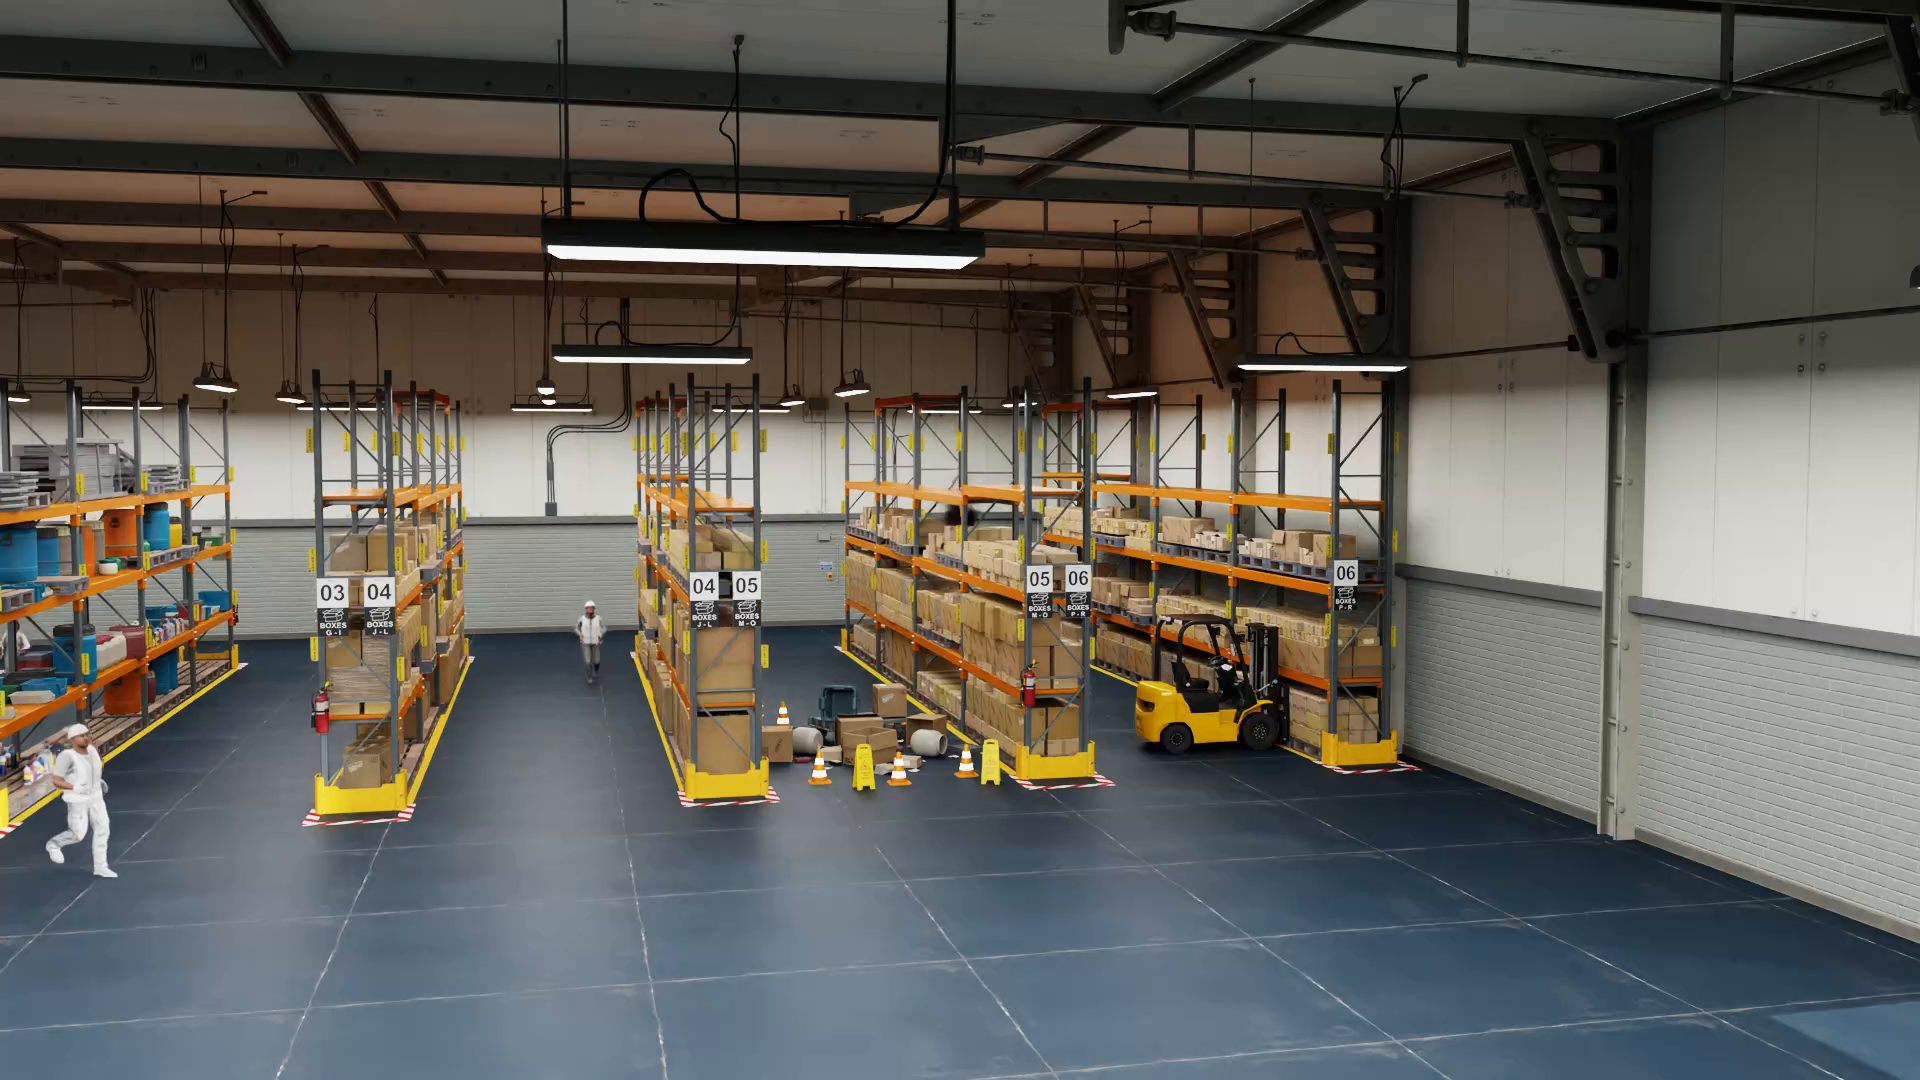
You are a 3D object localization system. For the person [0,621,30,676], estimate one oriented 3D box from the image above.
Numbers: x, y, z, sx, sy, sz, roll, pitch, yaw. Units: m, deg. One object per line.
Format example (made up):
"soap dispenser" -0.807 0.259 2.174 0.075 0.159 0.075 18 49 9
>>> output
"person" -18.408 2.355 32.372 0.548 1.548 0.794 -1 4 -24

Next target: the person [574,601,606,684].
"person" -7.703 2.138 34.678 0.656 1.722 0.606 -1 3 -14

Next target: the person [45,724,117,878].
"person" -10.180 3.014 19.278 0.939 1.777 0.693 1 3 19
